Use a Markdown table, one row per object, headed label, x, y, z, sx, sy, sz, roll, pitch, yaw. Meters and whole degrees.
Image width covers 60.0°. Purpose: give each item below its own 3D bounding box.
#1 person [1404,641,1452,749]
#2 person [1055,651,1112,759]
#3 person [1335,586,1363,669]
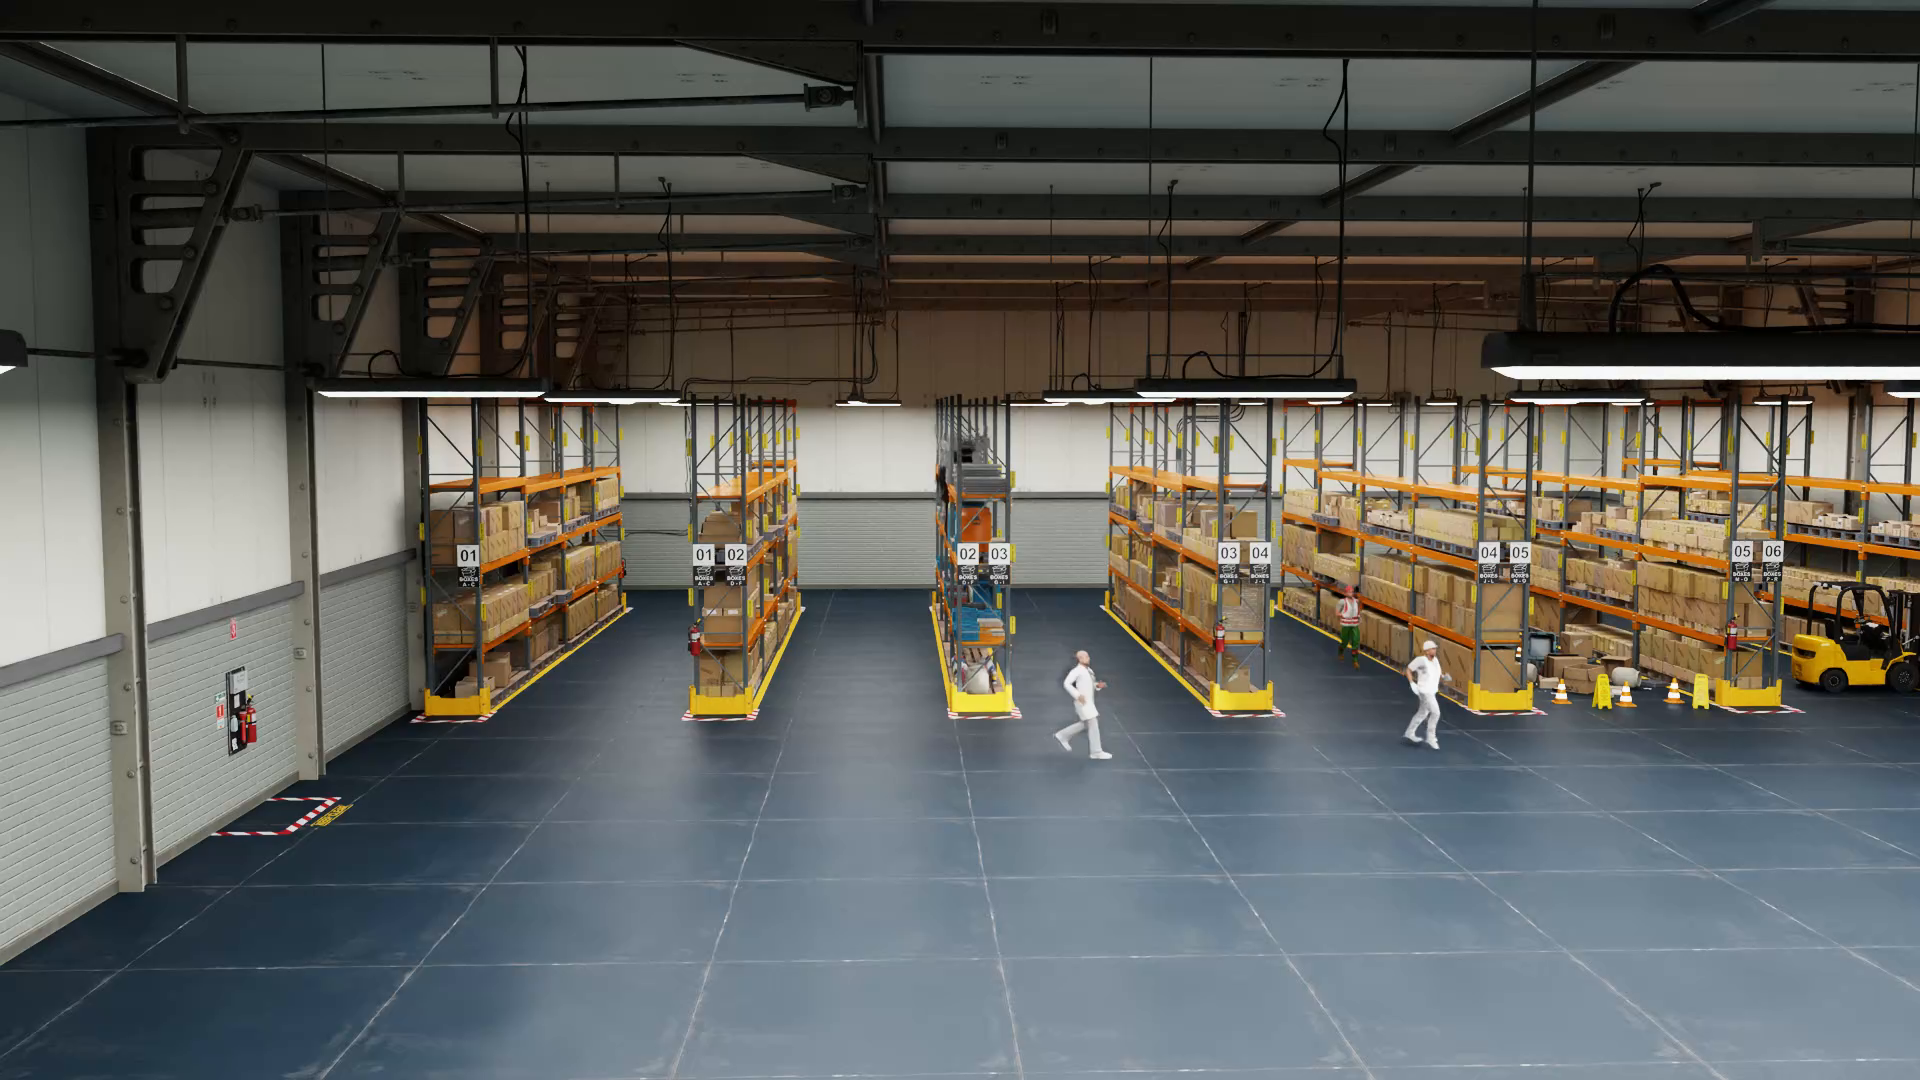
| label | x | y | z | sx | sy | sz | roll | pitch | yaw |
| --- | --- | --- | --- | --- | --- | --- | --- | --- | --- |
| person | 7.935 | 2.620 | 28.254 | 0.792 | 1.841 | 0.652 | 3 | 6 | 37 |
| person | 2.019 | 2.728 | 27.256 | 1.020 | 1.669 | 0.715 | 2 | 5 | 21 |
| person | 8.634 | 1.906 | 36.886 | 0.656 | 1.786 | 0.987 | -1 | 5 | -9 |
